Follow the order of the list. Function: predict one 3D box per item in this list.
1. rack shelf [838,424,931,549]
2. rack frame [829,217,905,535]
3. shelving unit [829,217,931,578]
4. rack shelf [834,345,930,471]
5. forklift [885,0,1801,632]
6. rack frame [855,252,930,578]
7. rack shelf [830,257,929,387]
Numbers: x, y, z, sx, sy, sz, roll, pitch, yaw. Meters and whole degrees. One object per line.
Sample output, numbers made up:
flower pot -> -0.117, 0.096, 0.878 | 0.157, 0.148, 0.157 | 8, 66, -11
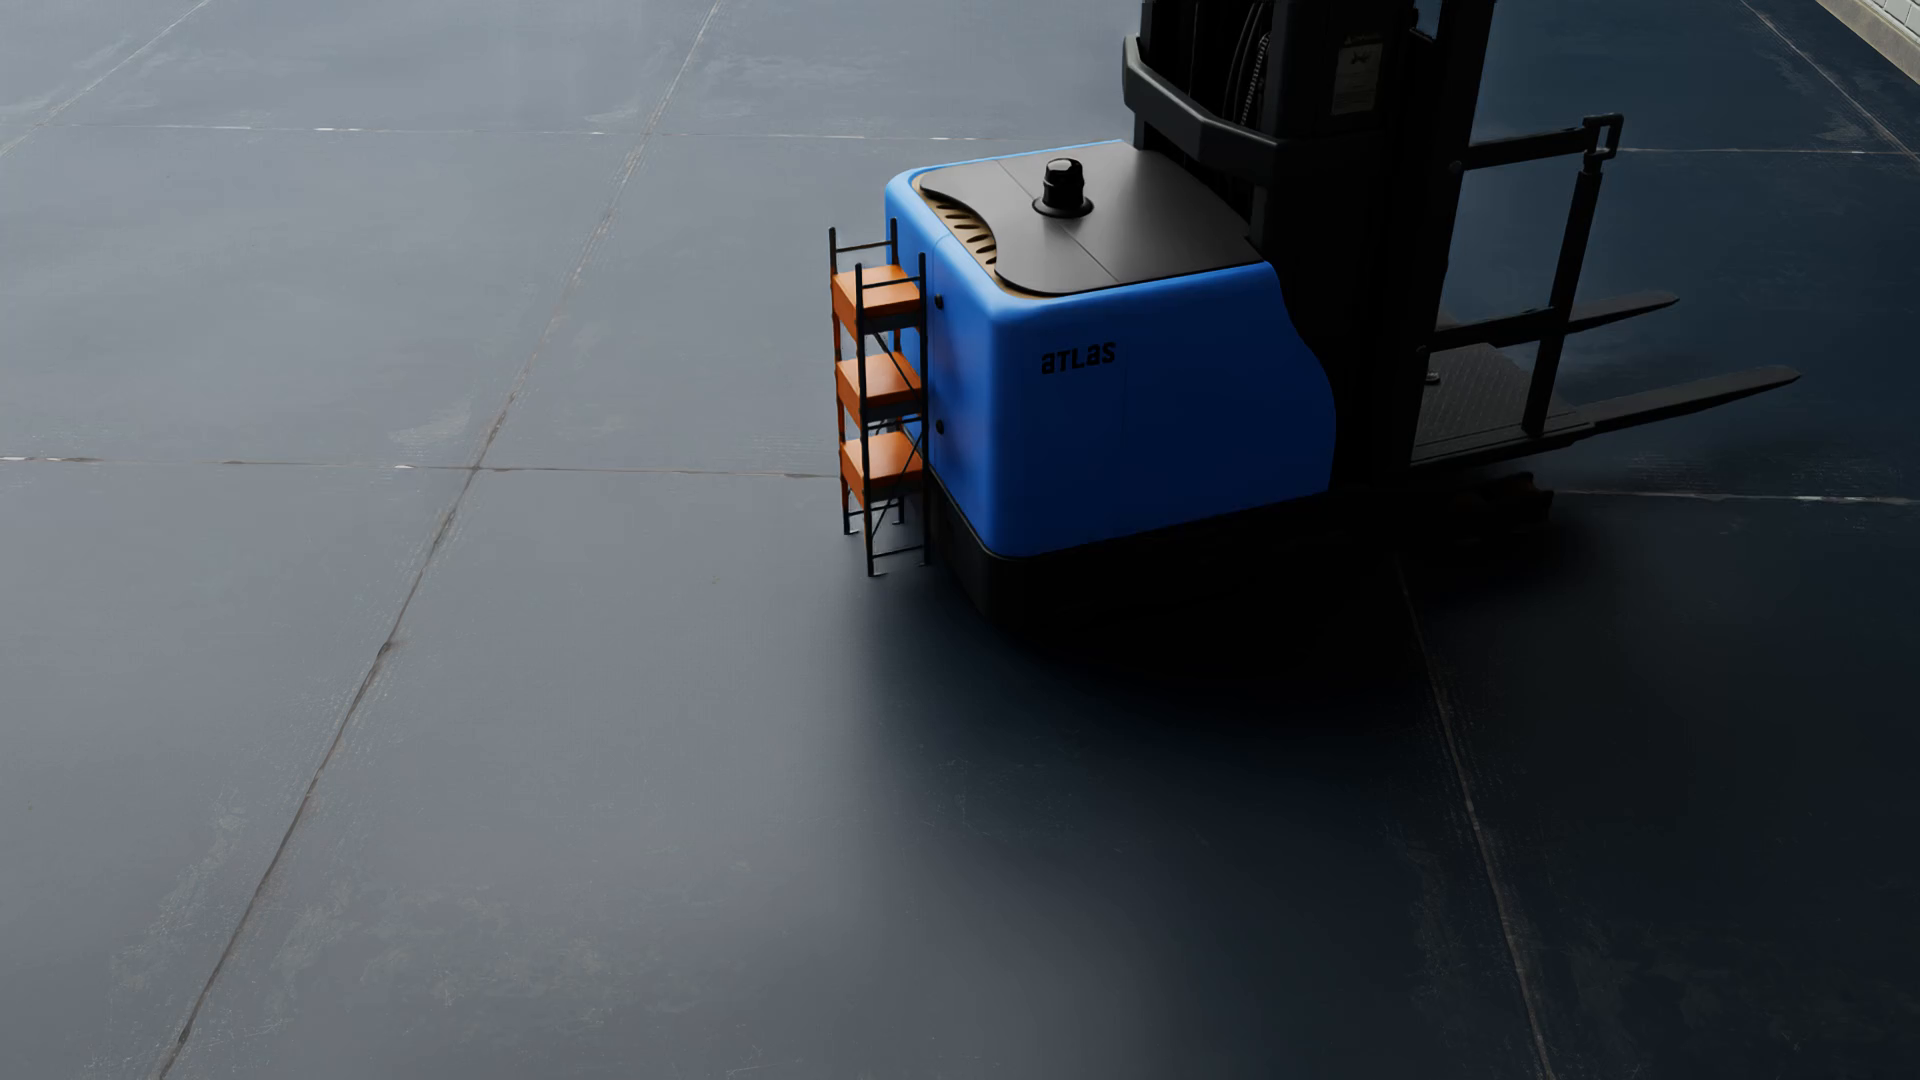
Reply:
rack shelf -> -0.230, -0.165, 5.073 | 0.215, 0.259, 0.240 | -12, 37, -17
rack frame -> -0.273, -0.467, 5.001 | 0.200, 1.050, 0.008 | -12, 37, -17
shelving unit -> -0.231, -0.401, 4.907 | 0.215, 1.050, 0.252 | -12, 37, -17
rack shelf -> -0.231, -0.392, 4.913 | 0.215, 0.259, 0.240 | -12, 37, -17
forklift -> 1.334, -1.454, 4.771 | 3.031, 2.935, 1.130 | -12, 37, -17
rack frame -> -0.188, -0.335, 4.814 | 0.200, 1.050, 0.008 | -12, 37, -17
rack shelf -> -0.231, -0.624, 4.750 | 0.215, 0.259, 0.240 | -12, 37, -17
